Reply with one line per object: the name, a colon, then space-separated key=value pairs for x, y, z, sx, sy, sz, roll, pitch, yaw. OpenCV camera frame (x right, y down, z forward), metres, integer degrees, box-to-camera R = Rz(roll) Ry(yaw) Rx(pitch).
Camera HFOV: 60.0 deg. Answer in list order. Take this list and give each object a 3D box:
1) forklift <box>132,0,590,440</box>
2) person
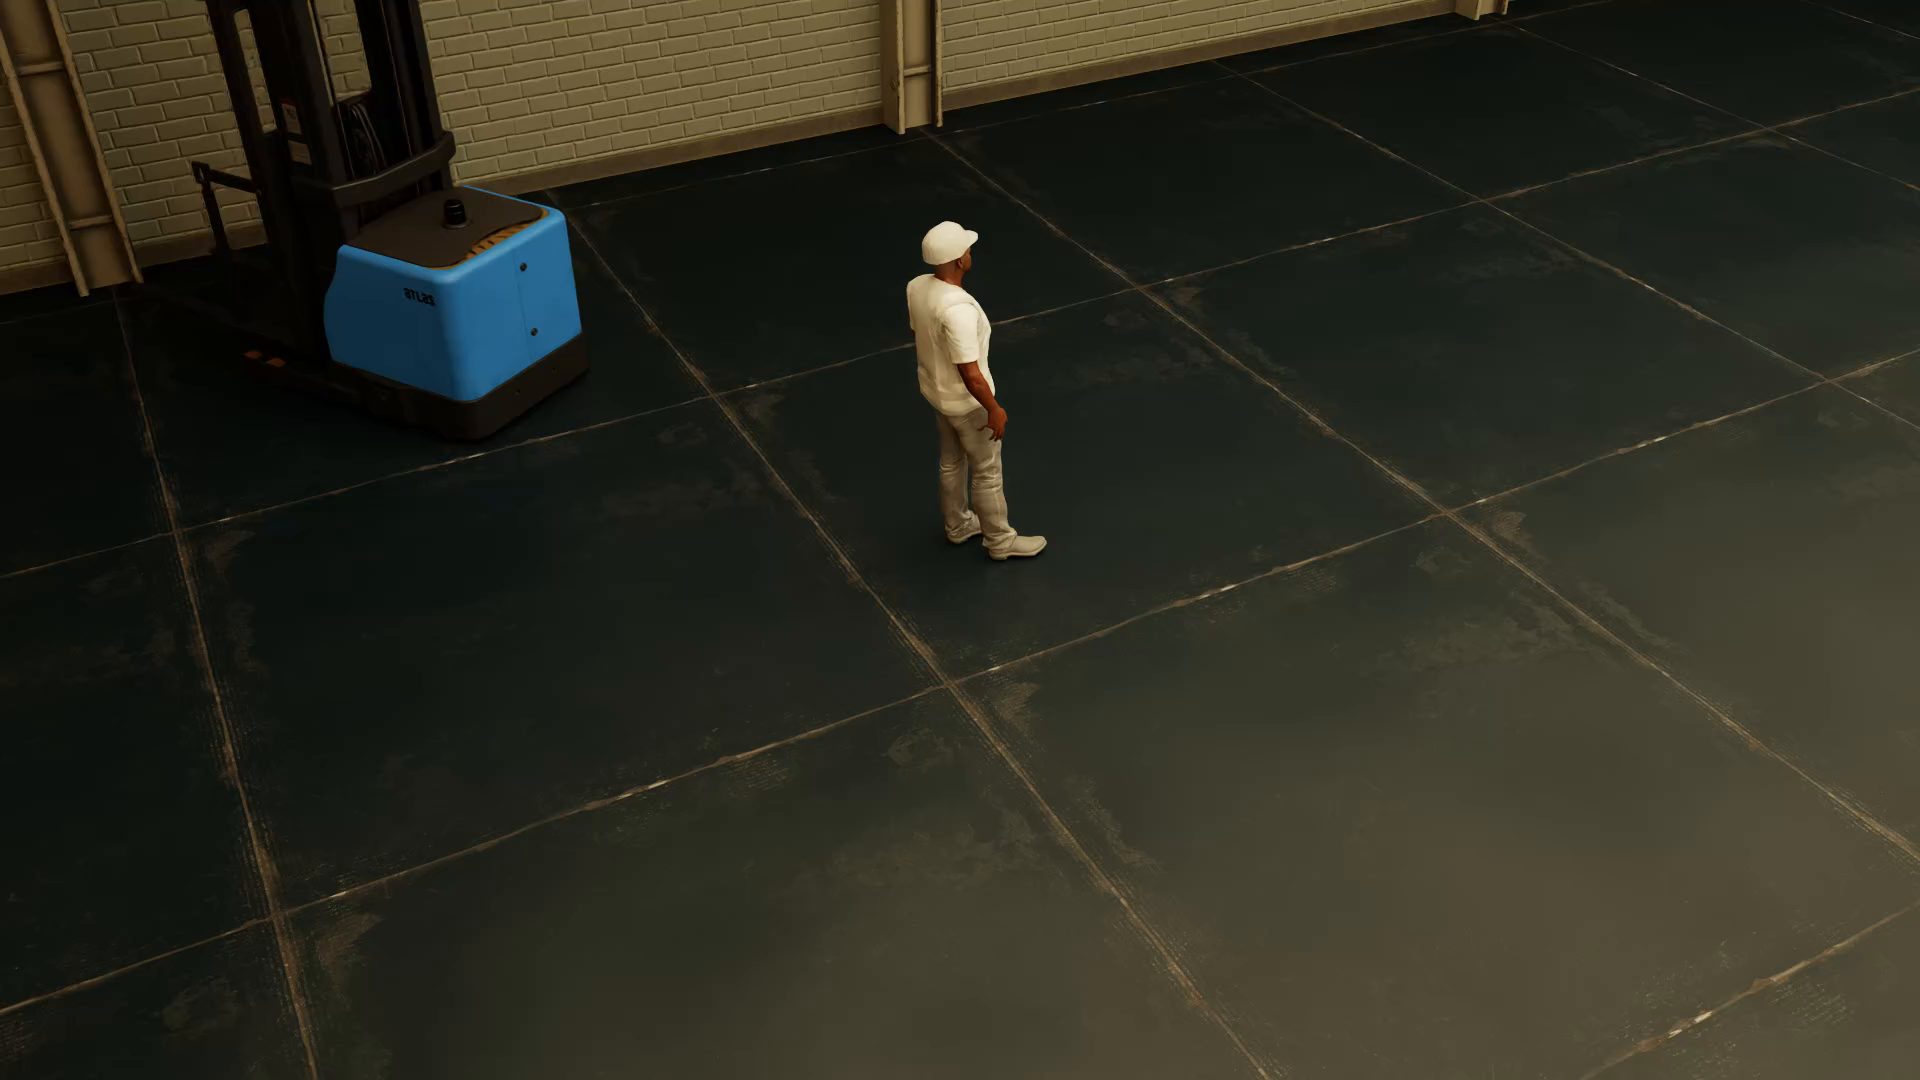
forklift: x=-3.773 y=-2.367 z=9.472 sx=3.031 sy=2.935 sz=1.130 roll=18 pitch=39 yaw=23
person: x=0.065 y=-0.743 z=8.171 sx=0.575 sy=1.768 sz=0.665 roll=-17 pitch=39 yaw=-23
